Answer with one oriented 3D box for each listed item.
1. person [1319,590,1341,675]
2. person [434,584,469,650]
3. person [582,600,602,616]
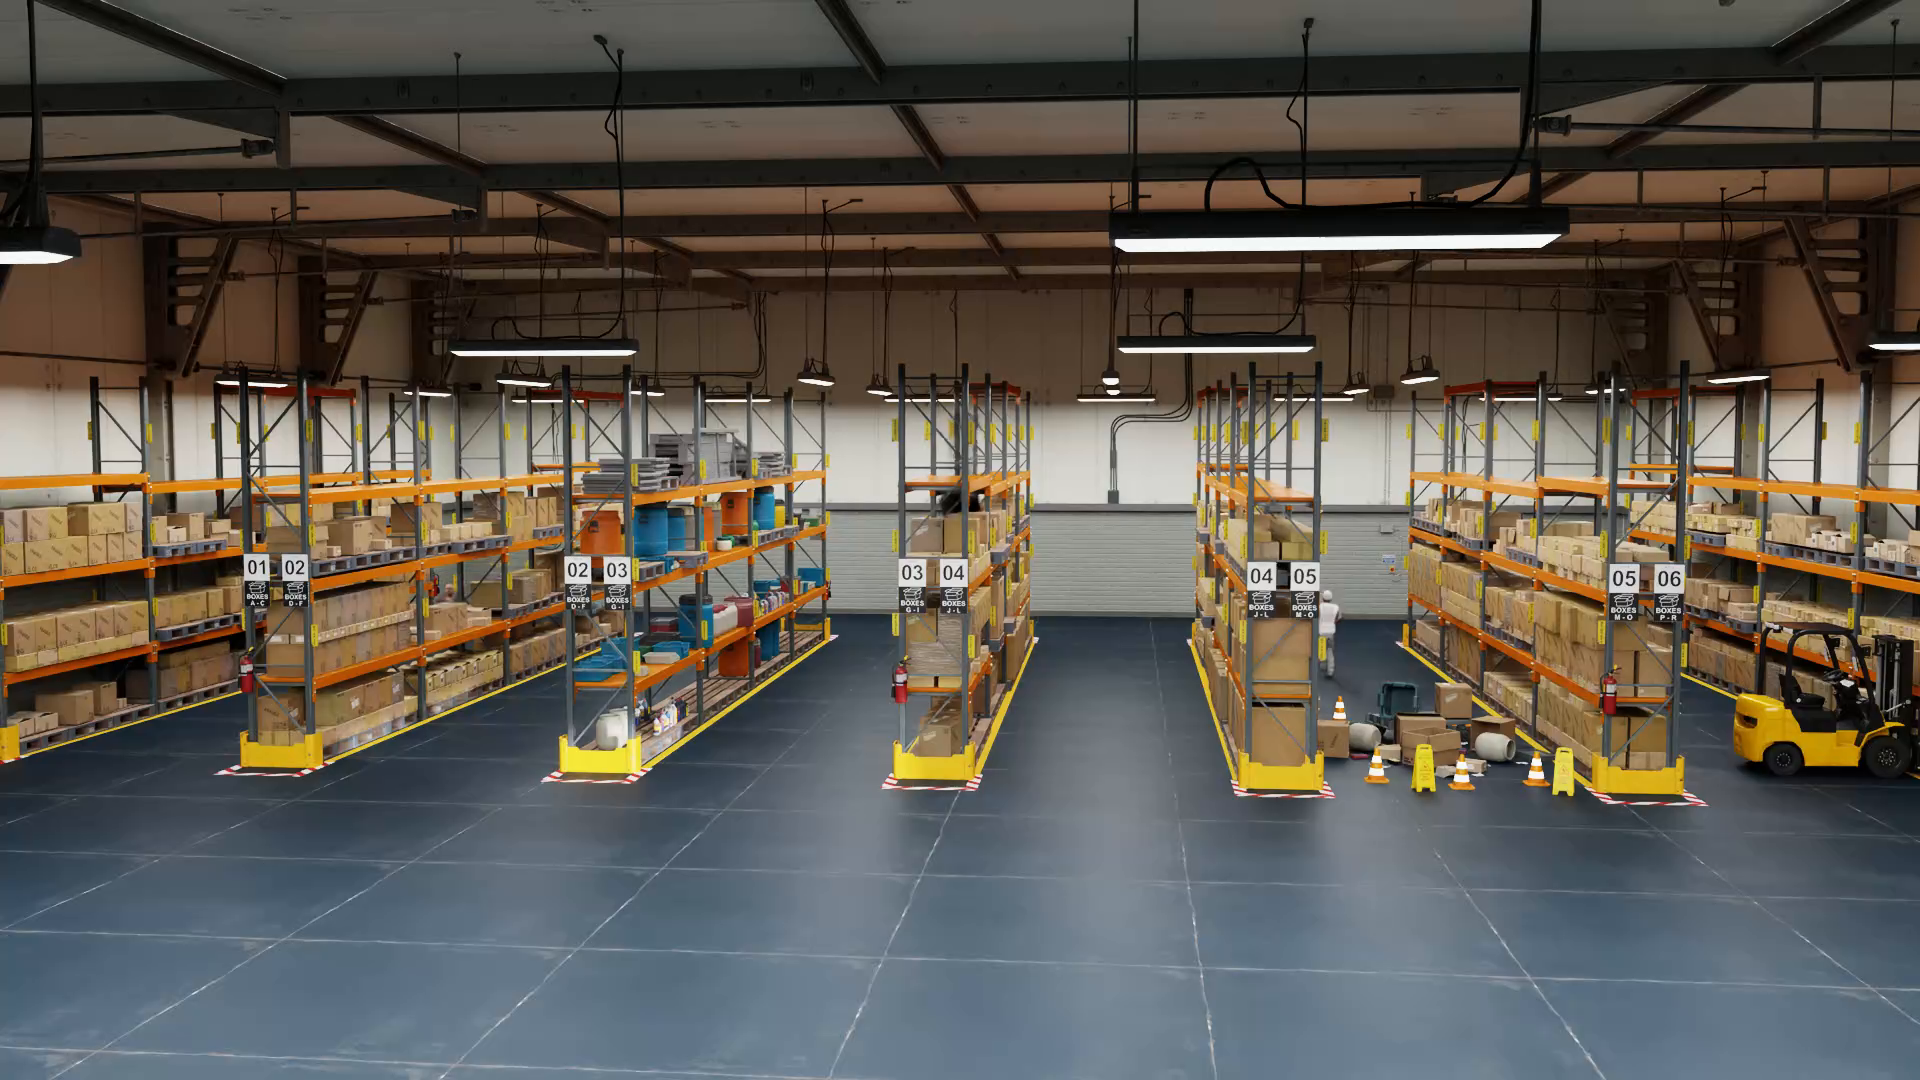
[{"bbox_3d":[7.565,1.910,34.563,0.708,1.733,0.735,0,4,0],"label":"person"},{"bbox_3d":[-10.820,1.842,35.268,0.696,1.816,0.916,0,4,-2],"label":"person"},{"bbox_3d":[-9.381,1.433,42.168,0.709,1.769,0.695,0,4,3],"label":"person"}]
